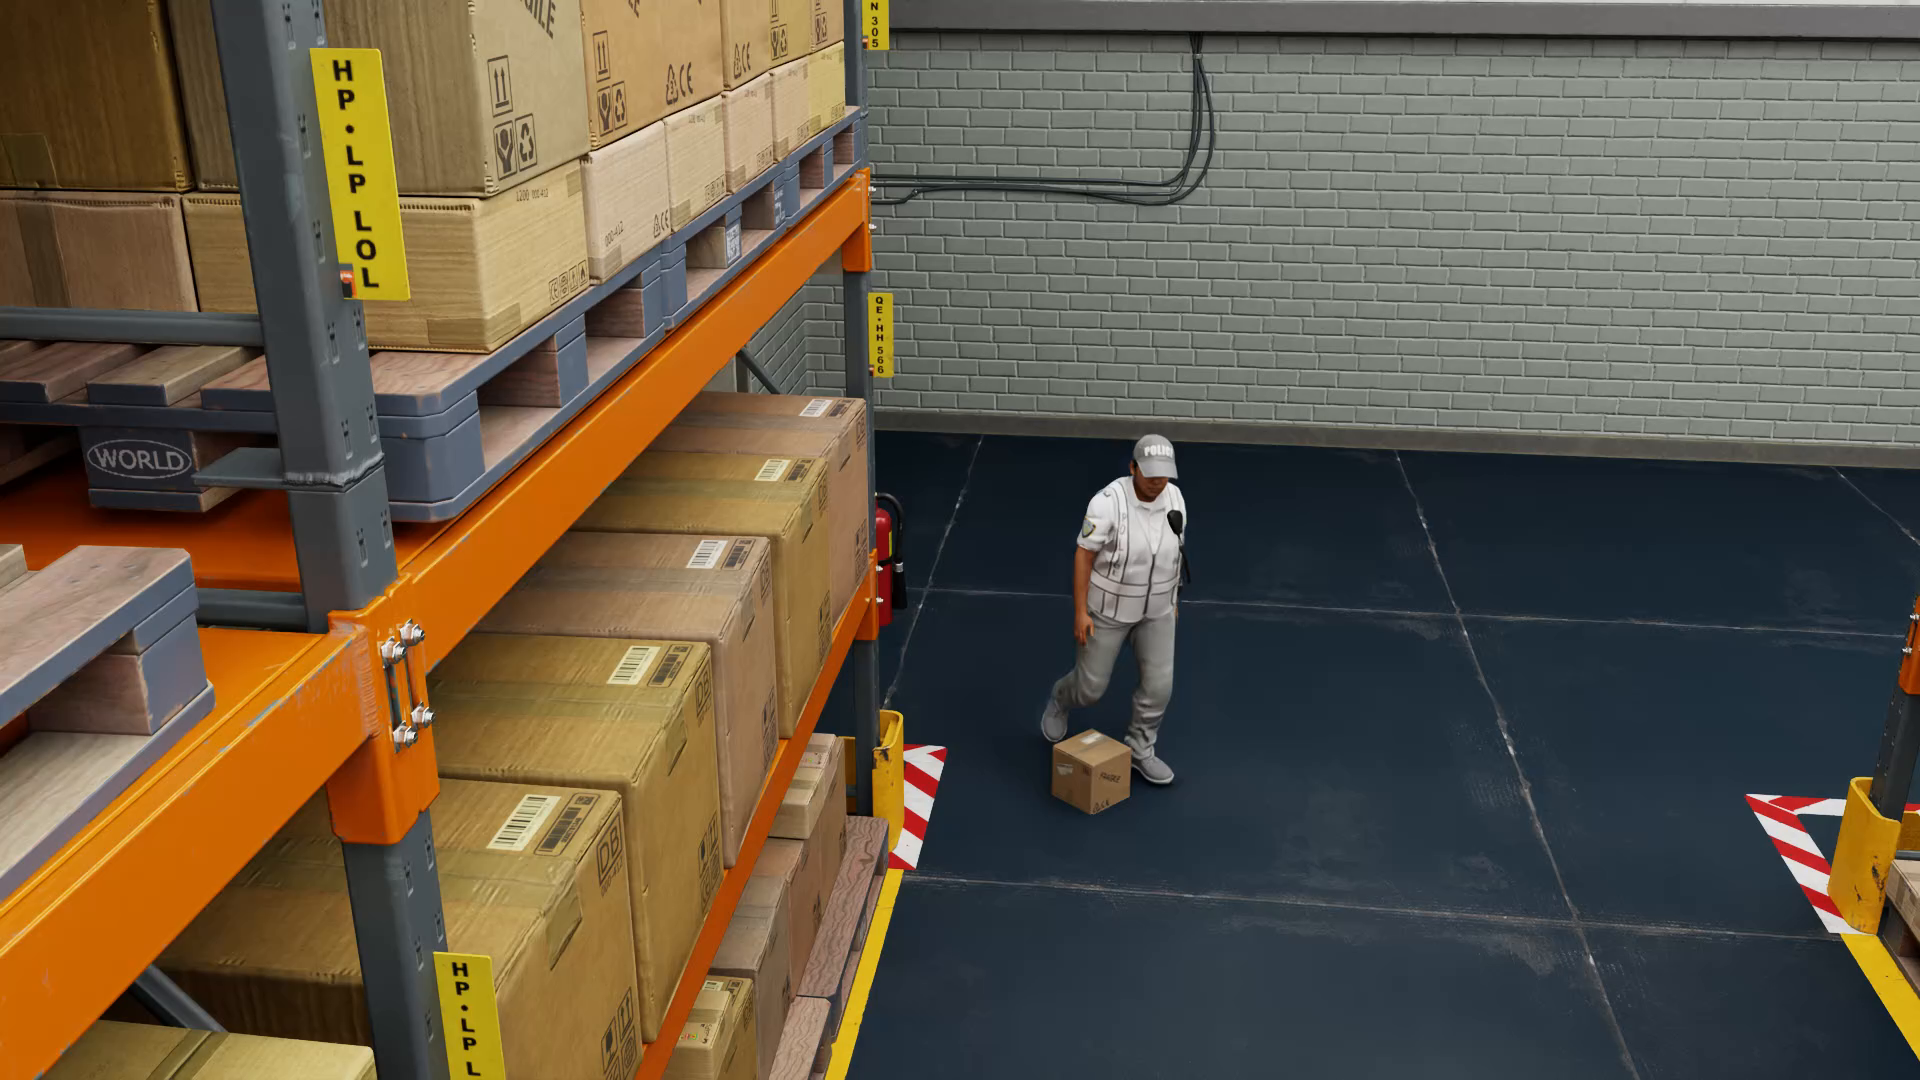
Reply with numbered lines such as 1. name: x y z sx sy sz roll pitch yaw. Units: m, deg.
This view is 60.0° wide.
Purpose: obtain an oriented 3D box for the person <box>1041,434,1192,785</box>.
1. person: 0.707 0.266 7.384 0.529 1.638 0.724 -7 22 -18
